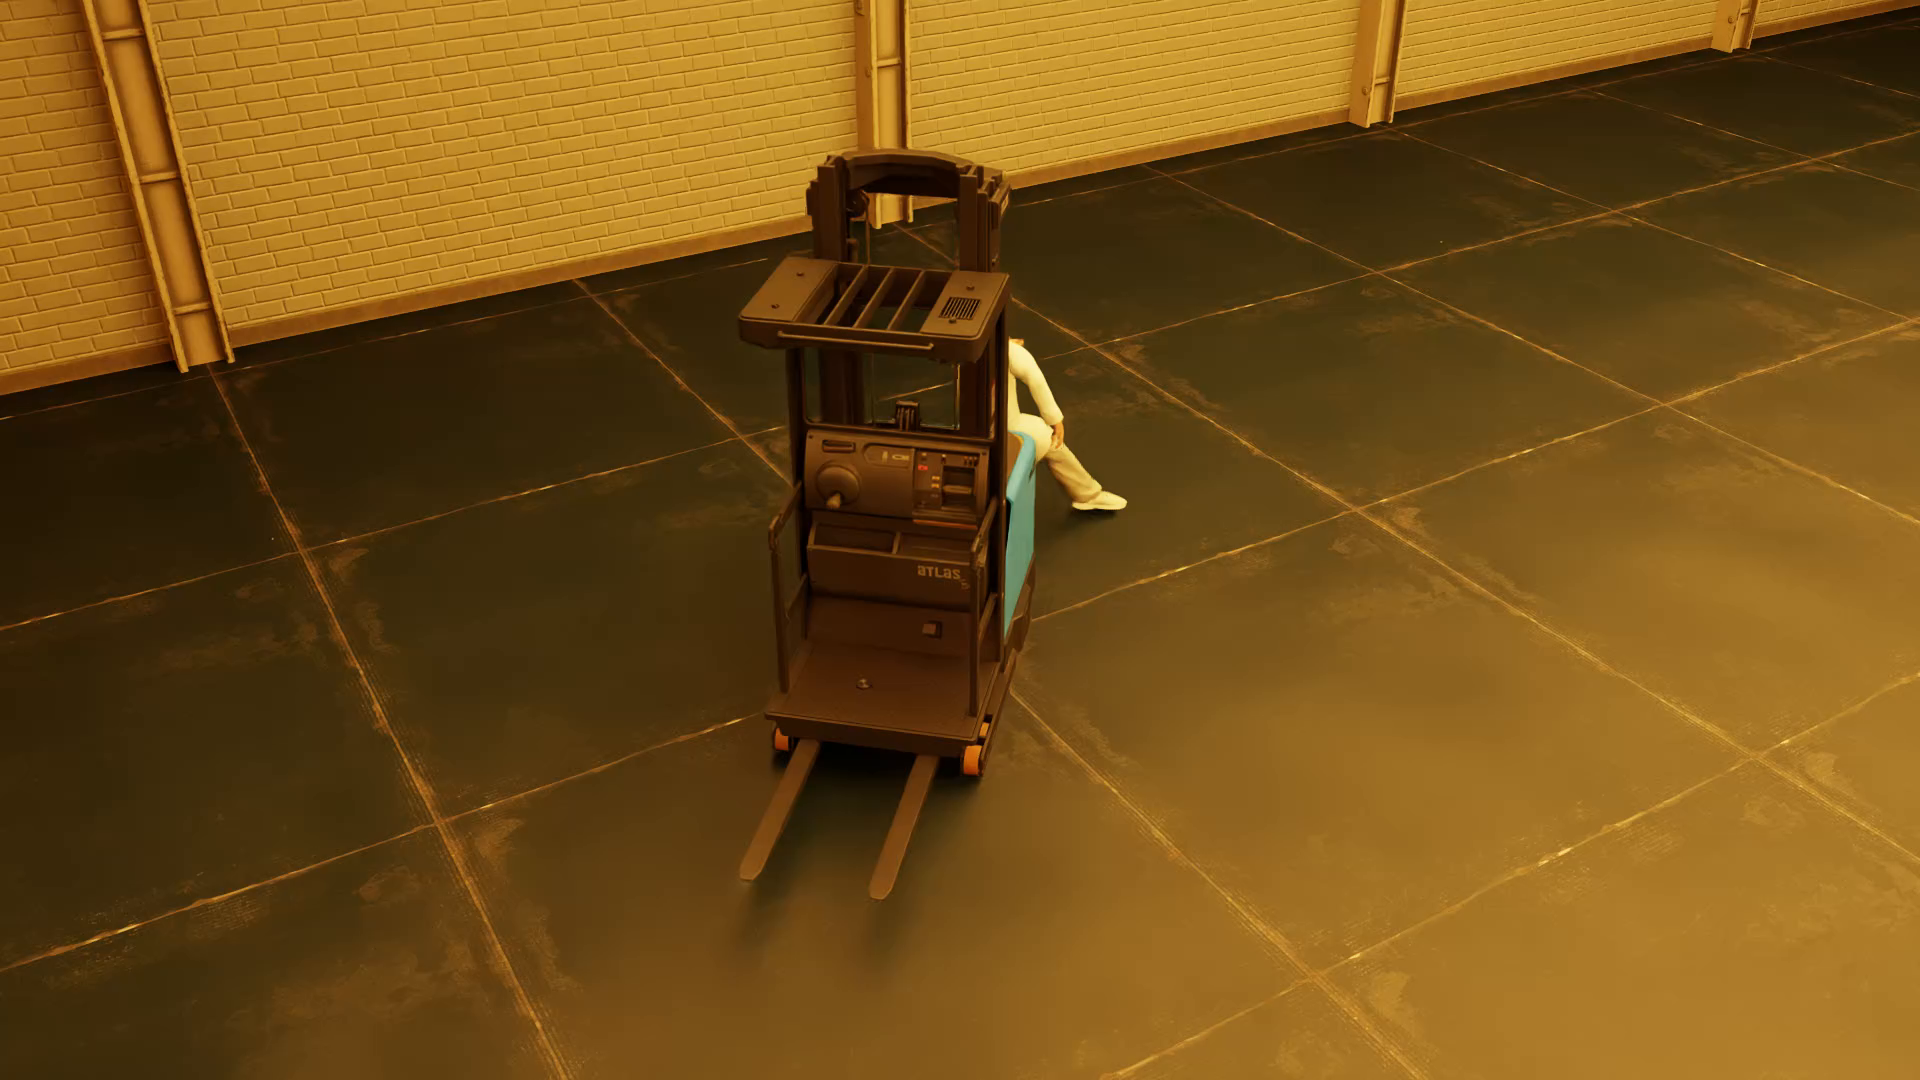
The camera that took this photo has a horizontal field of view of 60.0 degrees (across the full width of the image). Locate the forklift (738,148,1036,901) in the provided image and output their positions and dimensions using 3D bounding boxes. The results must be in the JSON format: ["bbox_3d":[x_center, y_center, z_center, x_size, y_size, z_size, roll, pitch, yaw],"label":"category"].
[{"bbox_3d":[-0.359,-0.261,8.083,1.130,2.935,3.031,6,31,10],"label":"forklift"}]

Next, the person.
[{"bbox_3d":[0.436,-0.863,10.420,1.003,1.524,1.058,-22,37,-32],"label":"person"}]
